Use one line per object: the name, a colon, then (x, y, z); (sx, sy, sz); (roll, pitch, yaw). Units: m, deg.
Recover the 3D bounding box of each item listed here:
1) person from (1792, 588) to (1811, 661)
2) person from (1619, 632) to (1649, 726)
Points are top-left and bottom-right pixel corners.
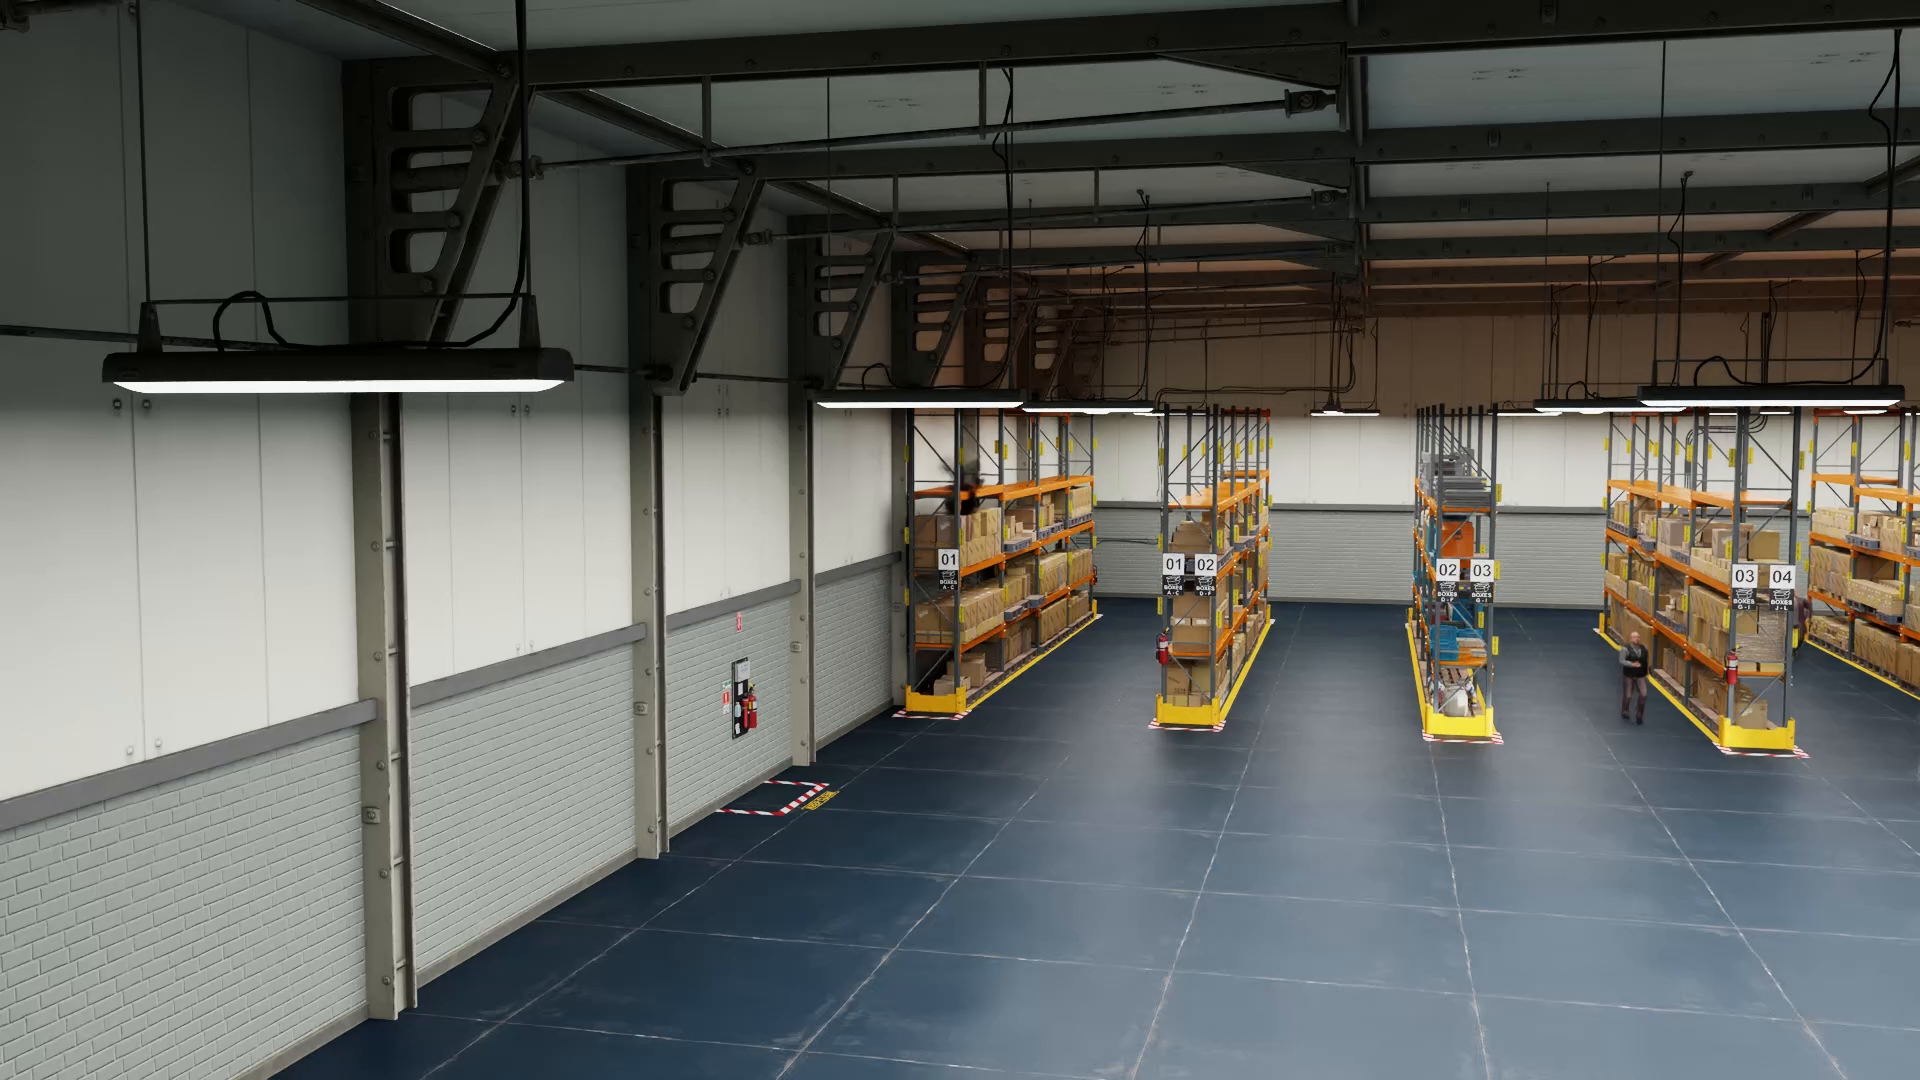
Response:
person: (19.732, 2.036, 39.297); (0.721, 1.657, 0.585); (2, 4, 20)
person: (12.647, 2.600, 31.178); (0.620, 1.771, 0.827); (0, 4, 5)
